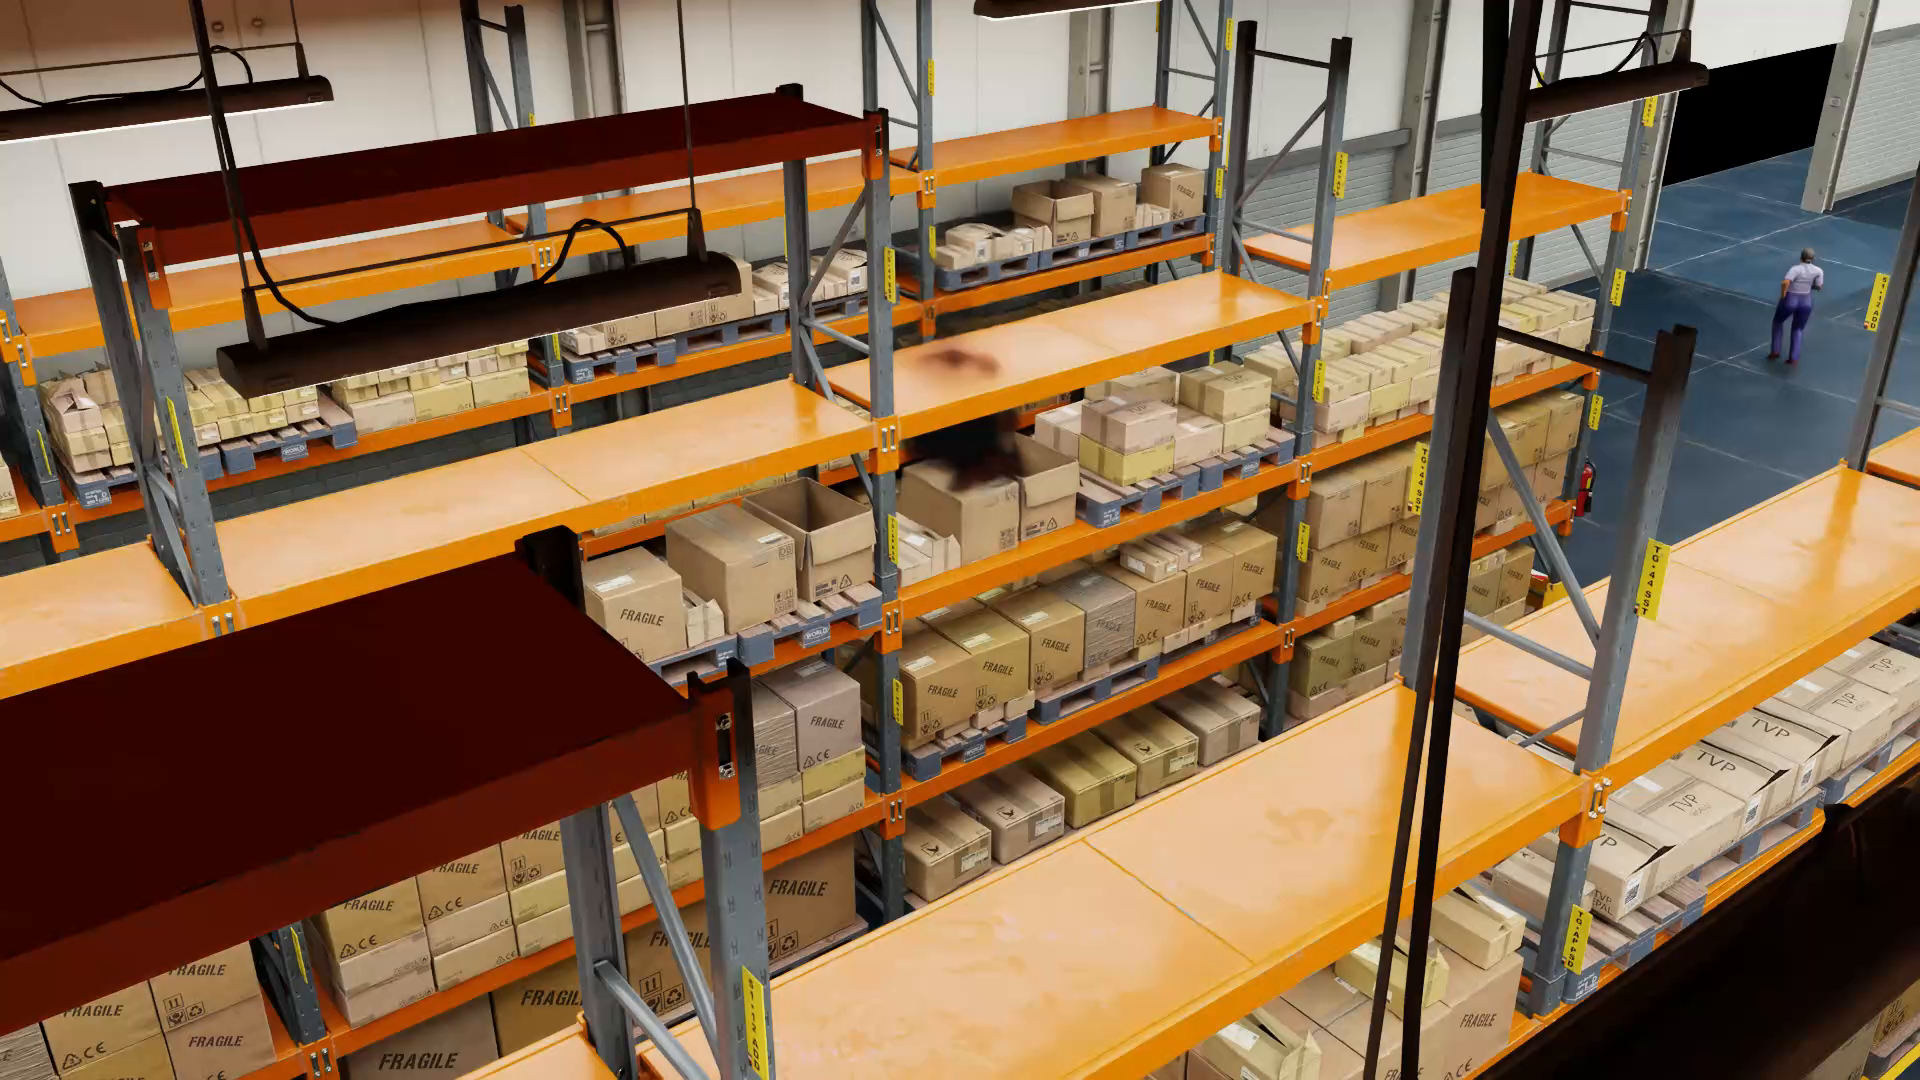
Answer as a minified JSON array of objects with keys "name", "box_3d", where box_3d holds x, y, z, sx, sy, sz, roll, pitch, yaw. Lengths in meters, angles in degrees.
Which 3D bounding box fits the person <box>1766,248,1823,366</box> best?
[{"name":"person","box_3d":[11.411,-3.166,22.737,0.585,1.692,0.708,6,27,11]}]
